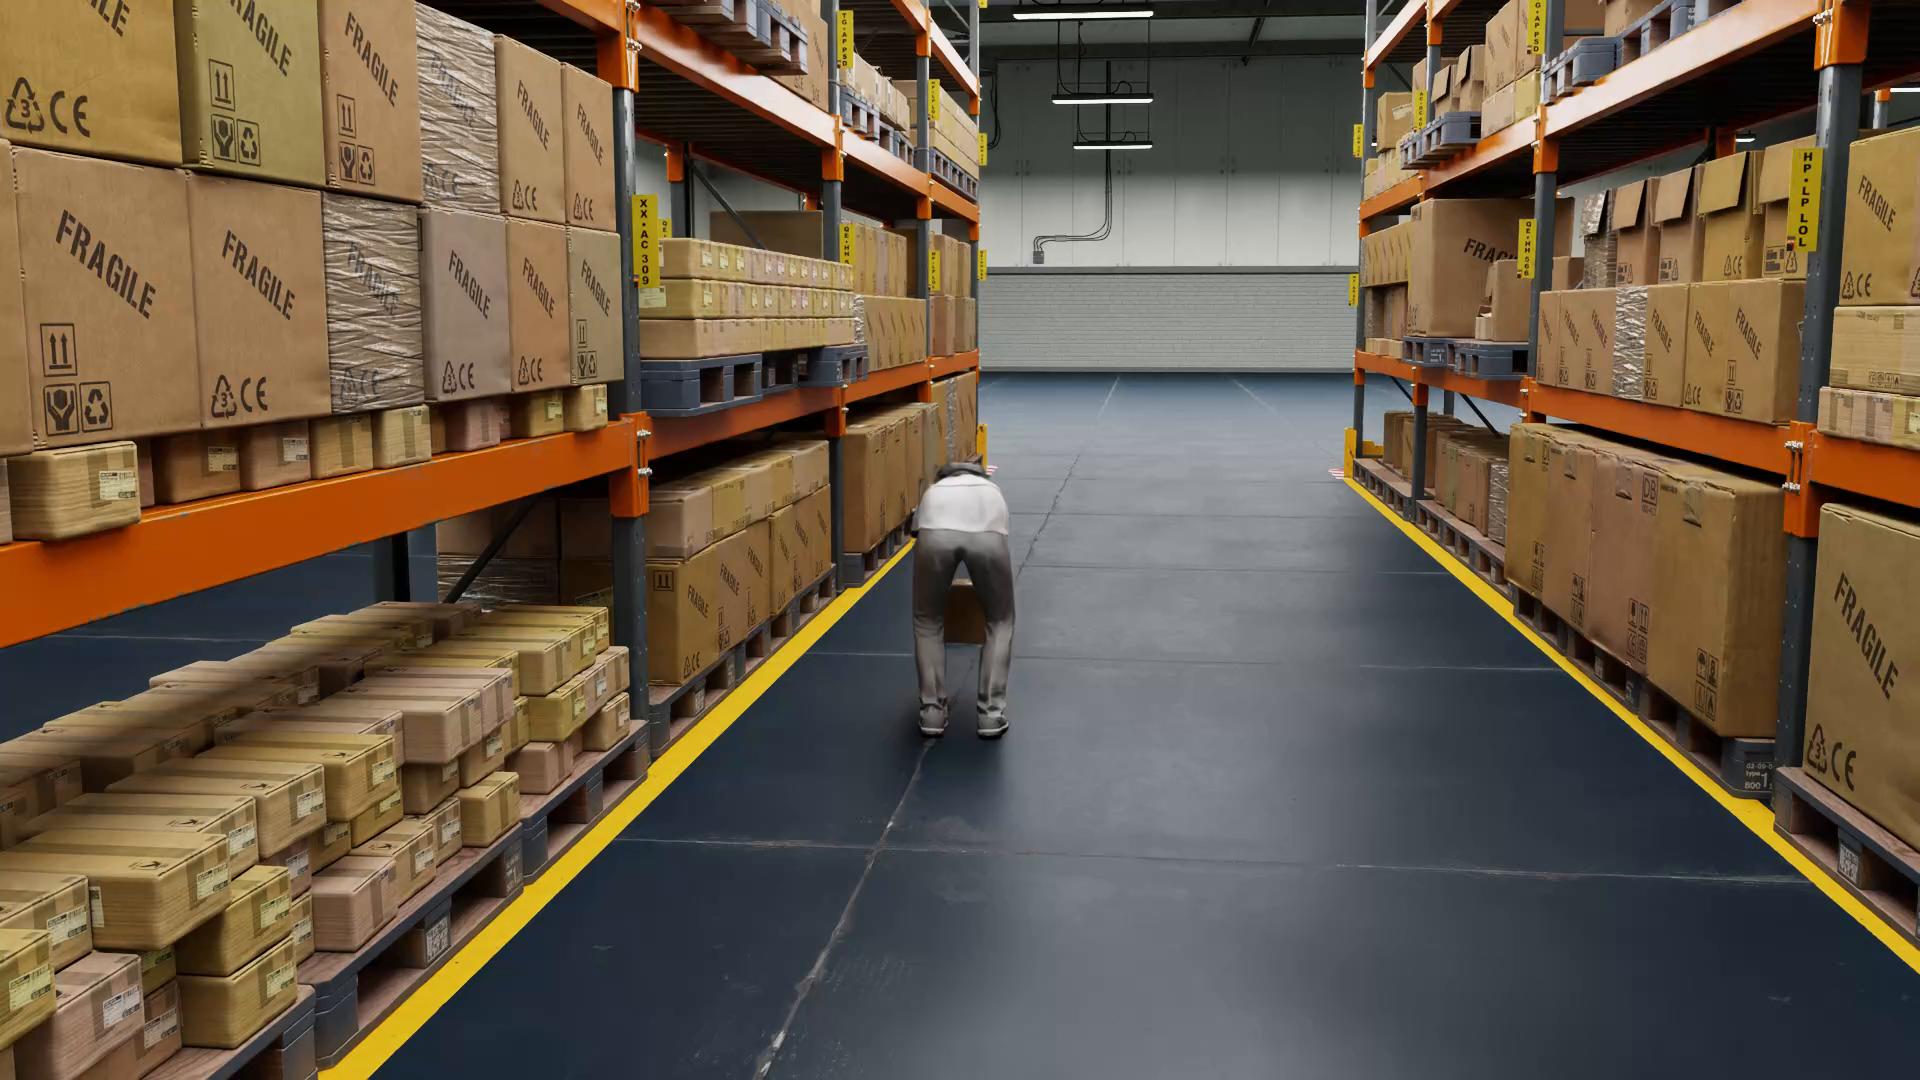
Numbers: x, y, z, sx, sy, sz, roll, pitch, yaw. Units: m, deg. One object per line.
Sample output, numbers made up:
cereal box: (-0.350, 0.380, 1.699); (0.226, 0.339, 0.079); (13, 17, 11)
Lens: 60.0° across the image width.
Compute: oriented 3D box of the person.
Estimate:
person: (0.013, 0.230, 6.899); (0.443, 1.051, 0.924); (1, 8, 4)
